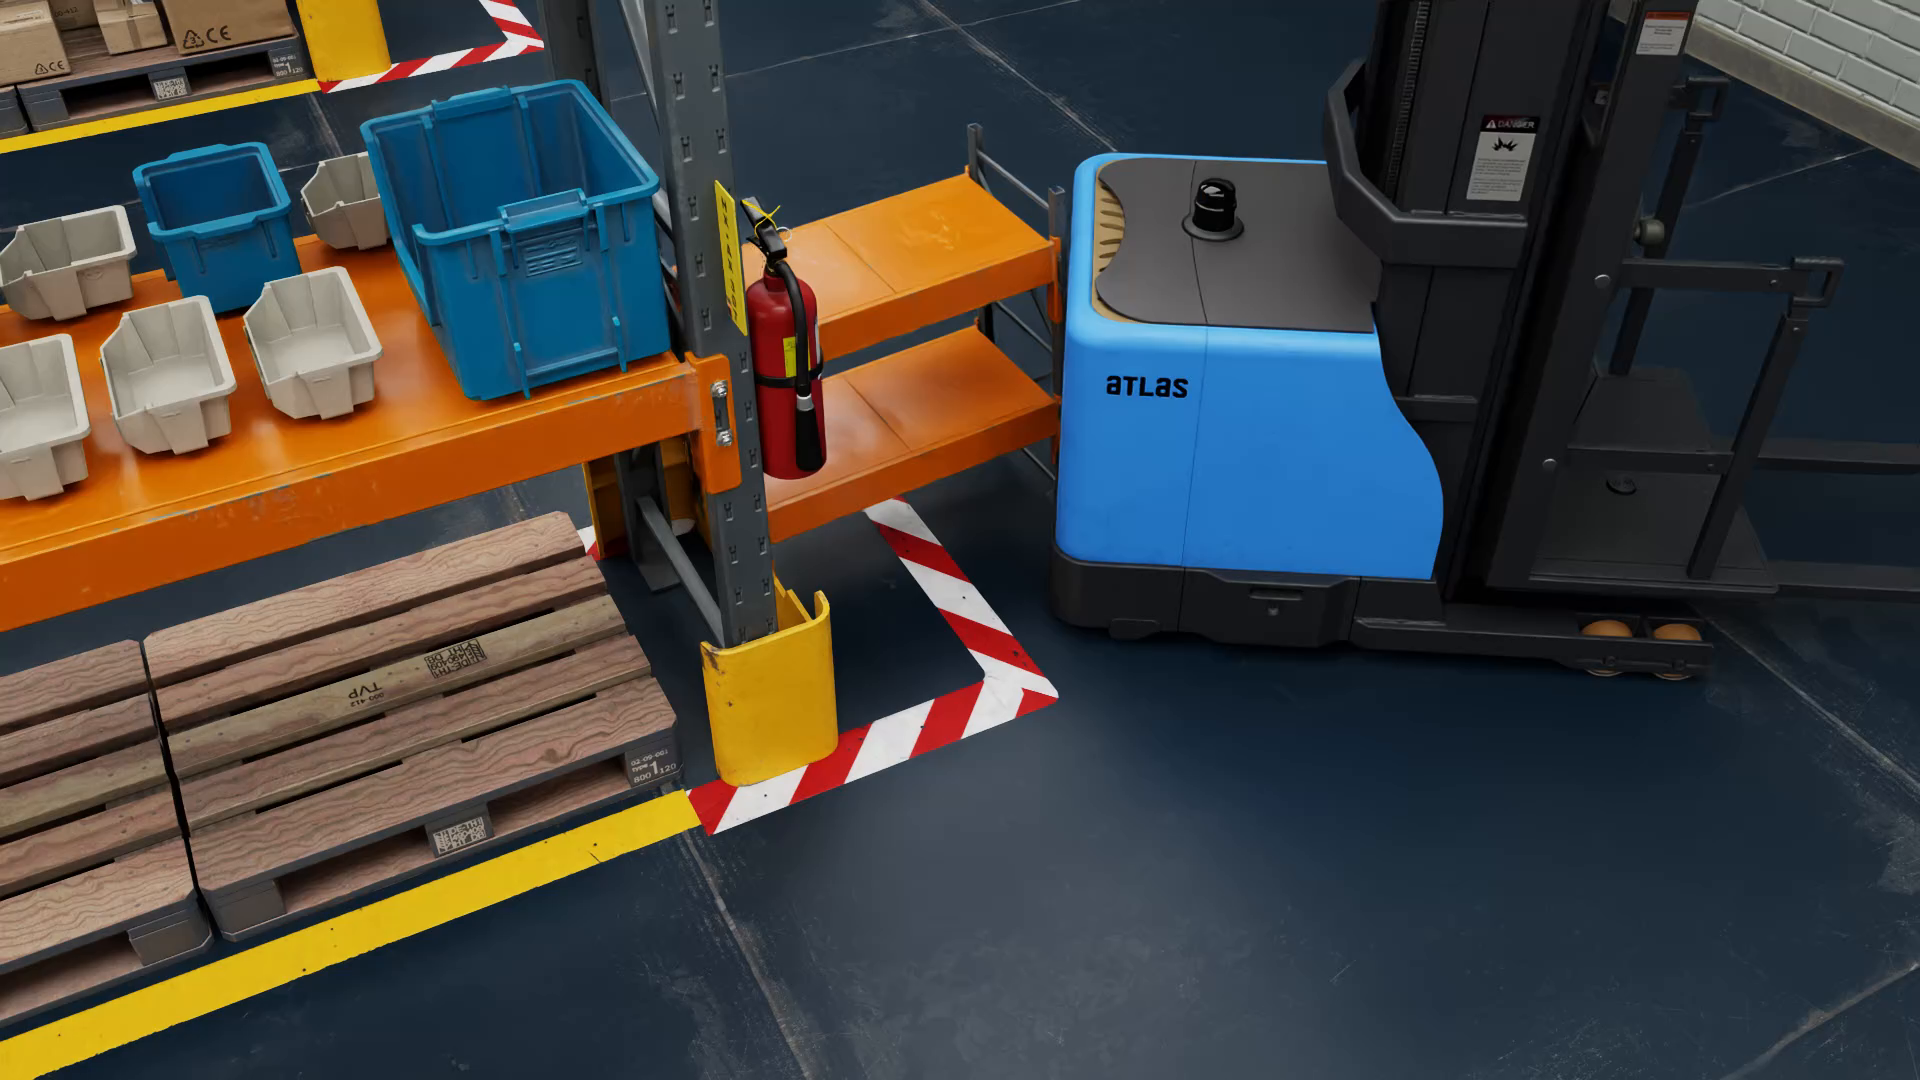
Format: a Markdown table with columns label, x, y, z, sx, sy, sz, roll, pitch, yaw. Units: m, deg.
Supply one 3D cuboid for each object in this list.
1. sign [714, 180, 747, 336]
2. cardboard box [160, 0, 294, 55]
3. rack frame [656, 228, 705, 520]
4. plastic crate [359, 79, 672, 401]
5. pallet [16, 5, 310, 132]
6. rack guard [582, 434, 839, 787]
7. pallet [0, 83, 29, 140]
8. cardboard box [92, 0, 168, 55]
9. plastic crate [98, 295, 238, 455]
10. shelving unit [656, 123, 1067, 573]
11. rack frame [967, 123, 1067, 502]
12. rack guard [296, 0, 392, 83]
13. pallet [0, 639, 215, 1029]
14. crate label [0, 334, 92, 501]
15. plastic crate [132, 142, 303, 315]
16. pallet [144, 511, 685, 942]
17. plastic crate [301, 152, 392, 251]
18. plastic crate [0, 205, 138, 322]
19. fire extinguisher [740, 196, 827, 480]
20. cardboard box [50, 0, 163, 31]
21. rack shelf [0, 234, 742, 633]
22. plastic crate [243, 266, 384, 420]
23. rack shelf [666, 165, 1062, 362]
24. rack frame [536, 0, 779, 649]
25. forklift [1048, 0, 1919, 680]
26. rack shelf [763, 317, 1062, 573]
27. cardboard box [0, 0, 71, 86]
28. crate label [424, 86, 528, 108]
| label | x | y | z | sx | sy | sz | roll | pitch | yaw |
| --- | --- | --- | --- | --- | --- | --- | --- | --- | --- |
| sign | -0.481 | -0.590 | 3.499 | 0.005 | 0.325 | 0.100 | -19 | 44 | -21 |
| cardboard box | -3.403 | -2.588 | 7.580 | 0.500 | 0.500 | 0.500 | -19 | 44 | -21 |
| rack frame | -0.701 | -0.295 | 4.722 | 0.032 | 1.125 | 0.500 | -22 | 44 | -20 |
| plastic crate | -0.961 | -0.667 | 3.643 | 0.499 | 0.435 | 0.616 | -19 | 44 | -21 |
| pallet | -3.809 | -2.352 | 7.865 | 1.213 | 0.211 | 1.003 | -19 | 44 | -21 |
| rack guard | -0.735 | 0.102 | 4.743 | 0.348 | 0.500 | 1.175 | -19 | 44 | -21 |
| pallet | -4.889 | -1.990 | 7.438 | 1.213 | 0.211 | 1.003 | -19 | 44 | -21 |
| cardboard box | -3.804 | -2.391 | 7.606 | 0.250 | 0.166 | 0.380 | -19 | 44 | -21 |
| plastic crate | -1.653 | -0.335 | 3.482 | 0.243 | 0.136 | 0.396 | -19 | 44 | -21 |
| shelving unit | -0.257 | -0.475 | 4.893 | 1.048 | 1.125 | 0.538 | -22 | 44 | -20 |
| rack frame | 0.186 | -0.655 | 5.064 | 0.032 | 1.125 | 0.500 | -22 | 44 | -20 |
| rack guard | -3.102 | -2.701 | 8.054 | 0.348 | 0.500 | 1.175 | -19 | 44 | -21 |
| pallet | -2.580 | 0.812 | 4.128 | 1.213 | 0.211 | 1.003 | -19 | 44 | -21 |
| crate label | -1.889 | -0.238 | 3.367 | 0.243 | 0.136 | 0.396 | -19 | 44 | -21 |
| plastic crate | -1.705 | -0.715 | 3.857 | 0.300 | 0.233 | 0.416 | -19 | 44 | -21 |
| pallet | -1.499 | 0.450 | 4.555 | 1.213 | 0.211 | 1.003 | -19 | 44 | -21 |
| plastic crate | -1.444 | -0.827 | 4.063 | 0.298 | 0.136 | 0.250 | -19 | 44 | -21 |
| plastic crate | -2.045 | -0.624 | 3.824 | 0.298 | 0.136 | 0.250 | -19 | 44 | -21 |
| fire extinguisher | -0.406 | -0.451 | 3.809 | 0.183 | 0.674 | 0.296 | -19 | 44 | -21 |
| cardboard box | -4.091 | -2.647 | 7.843 | 0.500 | 0.250 | 0.500 | -19 | 44 | -21 |
| rack shelf | -2.524 | 0.034 | 3.445 | 4.000 | 0.370 | 1.077 | -19 | 44 | -21 |
| plastic crate | -1.390 | -0.413 | 3.574 | 0.243 | 0.136 | 0.396 | -19 | 44 | -21 |
| rack shelf | -0.274 | -0.697 | 4.703 | 1.000 | 0.278 | 0.538 | -22 | 44 | -20 |
| rack frame | -0.750 | -0.838 | 3.918 | 0.127 | 3.000 | 1.000 | -19 | 44 | -21 |
| forklift | 1.805 | -1.076 | 4.253 | 3.031 | 2.935 | 1.130 | 3 | 40 | 3 |
| rack shelf | -0.243 | -0.289 | 5.051 | 1.000 | 0.278 | 0.538 | -22 | 44 | -20 |
| cardboard box | -4.260 | -2.226 | 7.346 | 0.500 | 0.250 | 0.500 | -19 | 44 | -21 |
| crate label | -1.121 | -0.912 | 4.089 | 0.303 | 0.233 | 0.416 | -19 | 44 | -21 |
